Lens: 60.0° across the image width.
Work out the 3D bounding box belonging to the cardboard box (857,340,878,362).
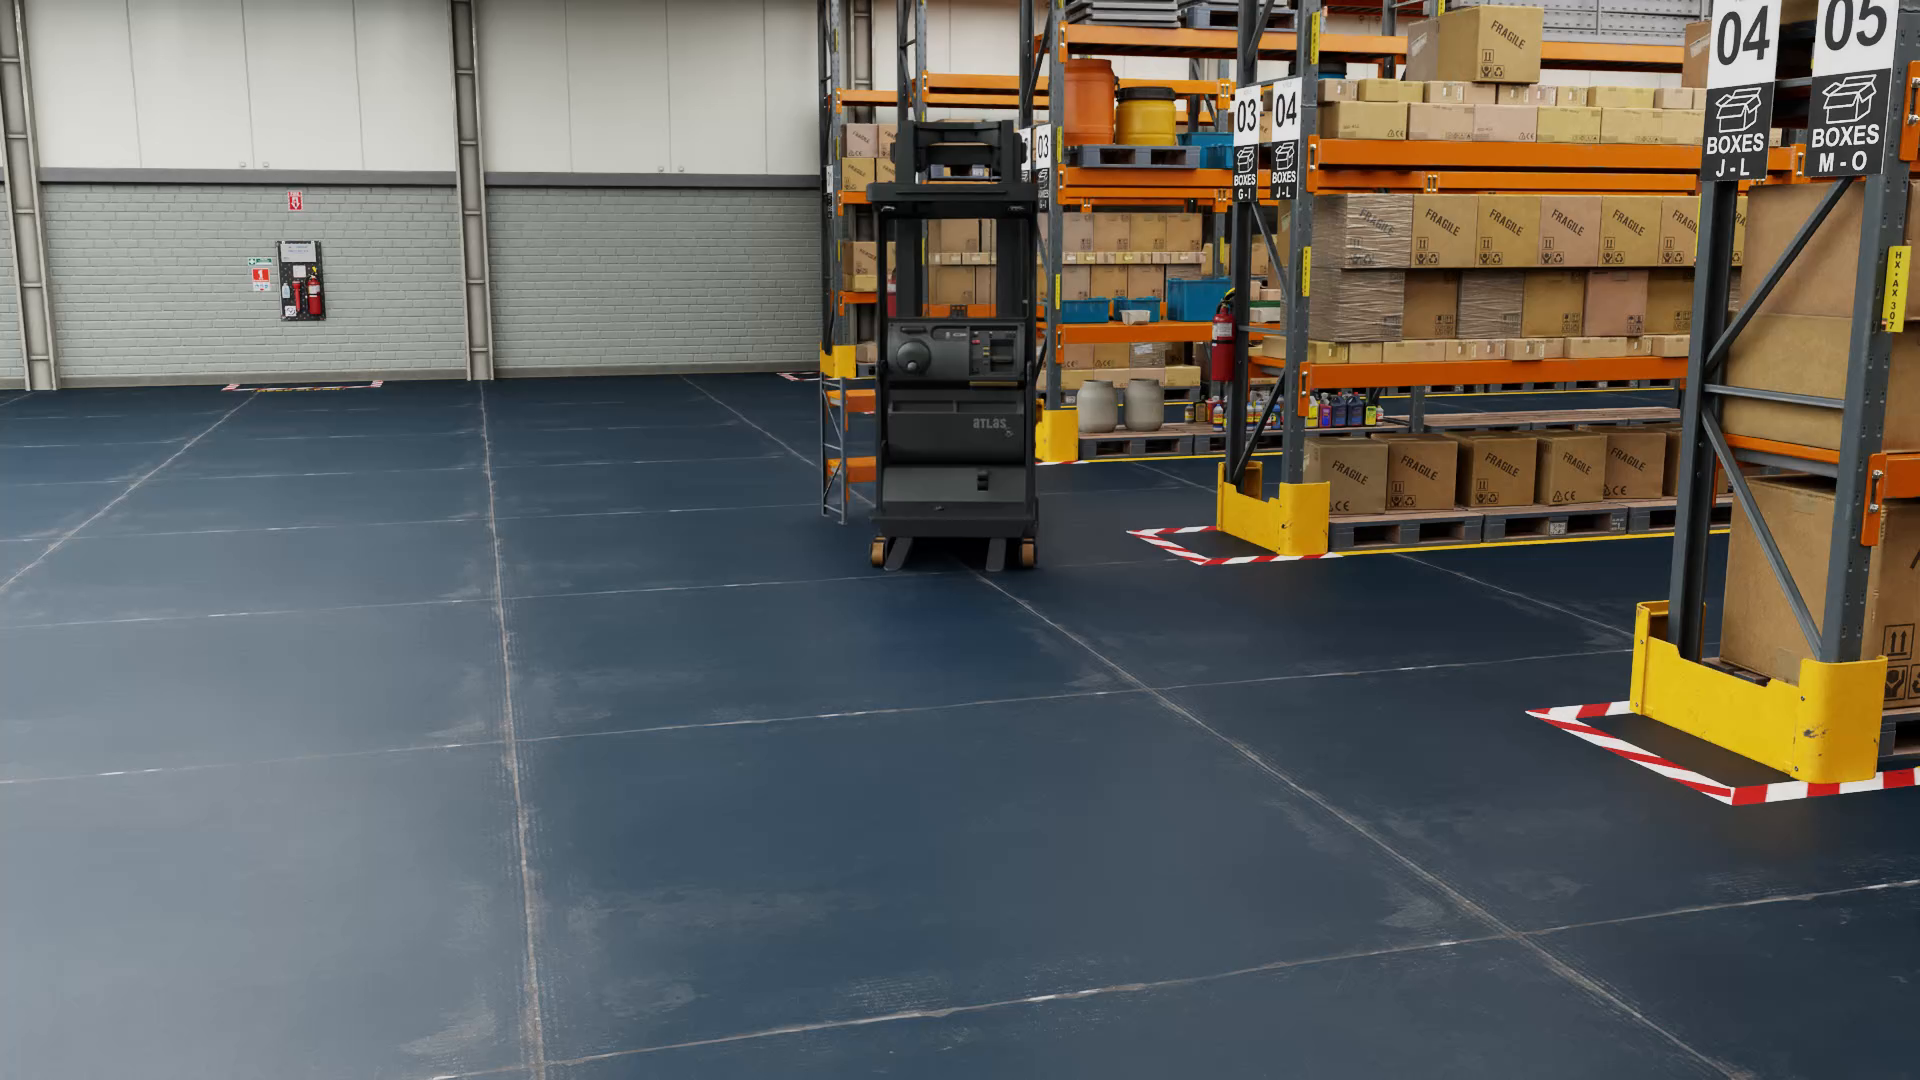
[{"bbox_3d":[-1.298,-2.963,26.067,0.500,0.311,0.500,-4,11,-22],"label":"cardboard box"}]

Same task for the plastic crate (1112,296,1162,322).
[{"bbox_3d":[1.804,-2.363,17.010,0.408,0.251,0.499,-3,11,-16],"label":"plastic crate"}]

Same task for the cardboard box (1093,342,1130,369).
[{"bbox_3d":[1.895,-2.503,21.722,0.500,0.500,0.500,-3,11,-16],"label":"cardboard box"}]

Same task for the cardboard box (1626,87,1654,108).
[{"bbox_3d":[4.750,-3.155,11.930,0.250,0.149,0.380,-3,11,-14],"label":"cardboard box"}]

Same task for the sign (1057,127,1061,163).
[{"bbox_3d":[0.931,-3.711,15.610,0.005,0.325,0.100,-3,11,-16],"label":"sign"}]

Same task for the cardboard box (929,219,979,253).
[{"bbox_3d":[-0.097,-3.900,21.086,0.500,0.500,0.700,-3,11,-16],"label":"cardboard box"}]

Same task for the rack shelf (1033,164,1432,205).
[{"bbox_3d":[2.702,-3.550,16.746,4.000,0.370,1.077,-3,11,-16],"label":"rack shelf"}]

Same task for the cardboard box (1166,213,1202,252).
[{"bbox_3d":[2.817,-4.055,21.926,0.500,0.500,0.700,-3,11,-16],"label":"cardboard box"}]

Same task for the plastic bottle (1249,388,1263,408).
[{"bbox_3d":[3.142,-1.443,17.704,0.185,0.351,0.144,-3,11,-16],"label":"plastic bottle"}]

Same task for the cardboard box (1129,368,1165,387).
[{"bbox_3d":[2.374,-2.160,21.930,0.500,0.250,0.500,-3,11,-16],"label":"cardboard box"}]

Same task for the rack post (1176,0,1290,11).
[{"bbox_3d":[2.633,-5.344,16.429,0.954,0.300,0.937,-3,11,-17],"label":"rack post"}]

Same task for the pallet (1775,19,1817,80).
[{"bbox_3d":[4.165,-2.070,6.965,1.213,0.211,1.003,-3,11,-16],"label":"pallet"}]

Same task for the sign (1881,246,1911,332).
[{"bbox_3d":[3.605,-0.967,6.403,0.005,0.325,0.100,-3,11,-16],"label":"sign"}]

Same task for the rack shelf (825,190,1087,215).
[{"bbox_3d":[-0.067,-5.272,26.101,4.000,0.370,1.077,-3,11,-16],"label":"rack shelf"}]

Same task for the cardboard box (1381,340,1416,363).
[{"bbox_3d":[2.996,-1.335,11.707,0.250,0.149,0.380,-3,11,-16],"label":"cardboard box"}]

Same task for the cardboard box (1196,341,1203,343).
[{"bbox_3d":[4.021,-3.360,27.701,0.500,0.500,0.700,-3,11,-16],"label":"cardboard box"}]

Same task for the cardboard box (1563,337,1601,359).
[{"bbox_3d":[4.438,-1.410,12.113,0.250,0.149,0.380,-3,11,-16],"label":"cardboard box"}]

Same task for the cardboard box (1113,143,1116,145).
[{"bbox_3d":[2.166,-5.091,21.829,0.500,0.311,0.500,-4,11,-19],"label":"cardboard box"}]

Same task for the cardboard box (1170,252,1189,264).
[{"bbox_3d":[2.802,-3.696,21.770,0.250,0.149,0.380,-3,11,-17],"label":"cardboard box"}]

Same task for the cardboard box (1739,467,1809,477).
[{"bbox_3d":[6.602,-0.683,13.160,0.500,0.500,0.700,-4,11,-20],"label":"cardboard box"}]

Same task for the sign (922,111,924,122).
[{"bbox_3d":[-0.450,-5.036,20.198,0.005,0.325,0.100,-3,11,-16],"label":"sign"}]

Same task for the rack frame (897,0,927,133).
[{"bbox_3d":[-0.599,-6.139,20.538,0.127,3.000,1.000,-3,11,-16],"label":"rack frame"}]

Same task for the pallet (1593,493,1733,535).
[{"bbox_3d":[5.372,-0.257,12.860,1.213,0.211,1.003,-3,11,-16],"label":"pallet"}]

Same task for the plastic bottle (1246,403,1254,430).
[{"bbox_3d":[2.939,-1.257,16.908,0.097,0.271,0.097,0,10,0],"label":"plastic bottle"}]

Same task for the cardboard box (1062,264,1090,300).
[{"bbox_3d":[1.338,-3.338,21.617,0.500,0.500,0.700,-3,11,-14],"label":"cardboard box"}]

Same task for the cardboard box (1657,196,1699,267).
[{"bbox_3d":[5.172,-2.260,12.177,0.500,0.500,0.500,-3,11,-16],"label":"cardboard box"}]

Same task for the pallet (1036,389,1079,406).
[{"bbox_3d":[1.293,-1.924,21.915,1.213,0.211,1.003,-3,11,-16],"label":"pallet"}]

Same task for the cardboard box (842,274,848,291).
[{"bbox_3d":[-1.593,-4.043,26.081,0.500,0.250,0.500,-3,11,-15],"label":"cardboard box"}]

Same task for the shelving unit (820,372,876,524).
[{"bbox_3d":[-0.512,-0.752,13.022,1.048,1.125,0.538,-5,11,-24],"label":"shelving unit"}]

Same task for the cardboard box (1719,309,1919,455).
[{"bbox_3d":[3.799,-0.699,7.146,0.550,0.550,0.875,-3,11,-16],"label":"cardboard box"}]

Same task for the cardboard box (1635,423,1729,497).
[{"bbox_3d":[5.611,-0.633,12.942,0.500,0.500,0.500,-3,11,-18],"label":"cardboard box"}]

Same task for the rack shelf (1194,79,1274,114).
[{"bbox_3d":[5.162,-5.892,22.289,4.000,0.370,1.077,-3,11,-16],"label":"rack shelf"}]

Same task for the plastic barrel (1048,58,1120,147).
[{"bbox_3d":[1.213,-4.267,16.308,0.708,0.830,0.600,-3,11,-16],"label":"plastic barrel"}]

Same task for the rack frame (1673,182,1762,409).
[{"bbox_3d":[8.463,-2.732,18.602,0.127,3.000,1.000,-3,11,-16],"label":"rack frame"}]

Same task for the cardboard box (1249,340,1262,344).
[{"bbox_3d":[4.048,-2.619,22.872,0.500,0.311,0.500,-3,11,-14],"label":"cardboard box"}]

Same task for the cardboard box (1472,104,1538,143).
[{"bbox_3d":[3.671,-2.899,11.636,0.500,0.250,0.500,-3,11,-16],"label":"cardboard box"}]

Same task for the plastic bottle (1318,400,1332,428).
[{"bbox_3d":[3.755,-1.302,17.122,0.133,0.283,0.061,-2,11,-12],"label":"plastic bottle"}]

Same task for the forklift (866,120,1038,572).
[{"bbox_3d":[-0.031,-1.316,11.098,1.130,2.935,3.031,0,10,3],"label":"forklift"}]

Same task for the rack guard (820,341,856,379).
[{"bbox_3d":[-1.914,-2.824,26.005,0.348,0.500,1.175,-3,11,-16],"label":"rack guard"}]

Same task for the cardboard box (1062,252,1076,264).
[{"bbox_3d":[1.314,-3.617,21.340,0.250,0.149,0.380,-3,11,-15],"label":"cardboard box"}]

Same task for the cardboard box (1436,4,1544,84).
[{"bbox_3d":[3.667,-3.411,11.526,0.500,0.500,0.500,-3,11,-16],"label":"cardboard box"}]

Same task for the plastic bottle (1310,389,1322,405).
[{"bbox_3d":[3.771,-1.449,17.736,0.185,0.351,0.144,-3,11,-16],"label":"plastic bottle"}]

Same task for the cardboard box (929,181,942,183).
[{"bbox_3d":[-0.573,-5.605,25.592,0.500,0.500,0.500,-2,11,-13],"label":"cardboard box"}]

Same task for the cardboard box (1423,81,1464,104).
[{"bbox_3d":[3.261,-3.069,11.462,0.250,0.149,0.380,-3,11,-14],"label":"cardboard box"}]

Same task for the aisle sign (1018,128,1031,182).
[{"bbox_3d":[0.630,-3.654,16.428,0.004,0.787,0.394,-3,11,-16],"label":"aisle sign"}]

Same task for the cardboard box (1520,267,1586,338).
[{"bbox_3d":[4.124,-1.772,12.289,0.500,0.500,0.875,-3,11,-16],"label":"cardboard box"}]

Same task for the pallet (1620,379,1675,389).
[{"bbox_3d":[10.152,-2.377,24.373,1.213,0.211,1.003,-3,11,-16],"label":"pallet"}]

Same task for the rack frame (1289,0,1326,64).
[{"bbox_3d":[5.694,-7.405,27.414,0.127,3.000,1.000,-3,11,-16],"label":"rack frame"}]

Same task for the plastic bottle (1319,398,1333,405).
[{"bbox_3d":[3.835,-1.339,17.340,0.135,0.276,0.152,-3,11,-16],"label":"plastic bottle"}]

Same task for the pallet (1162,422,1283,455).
[{"bbox_3d":[2.792,-1.069,17.271,1.213,0.211,1.003,-3,11,-16],"label":"pallet"}]

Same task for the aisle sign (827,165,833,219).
[{"bbox_3d":[-1.973,-5.272,25.219,0.004,0.787,0.394,-3,11,-16],"label":"aisle sign"}]
